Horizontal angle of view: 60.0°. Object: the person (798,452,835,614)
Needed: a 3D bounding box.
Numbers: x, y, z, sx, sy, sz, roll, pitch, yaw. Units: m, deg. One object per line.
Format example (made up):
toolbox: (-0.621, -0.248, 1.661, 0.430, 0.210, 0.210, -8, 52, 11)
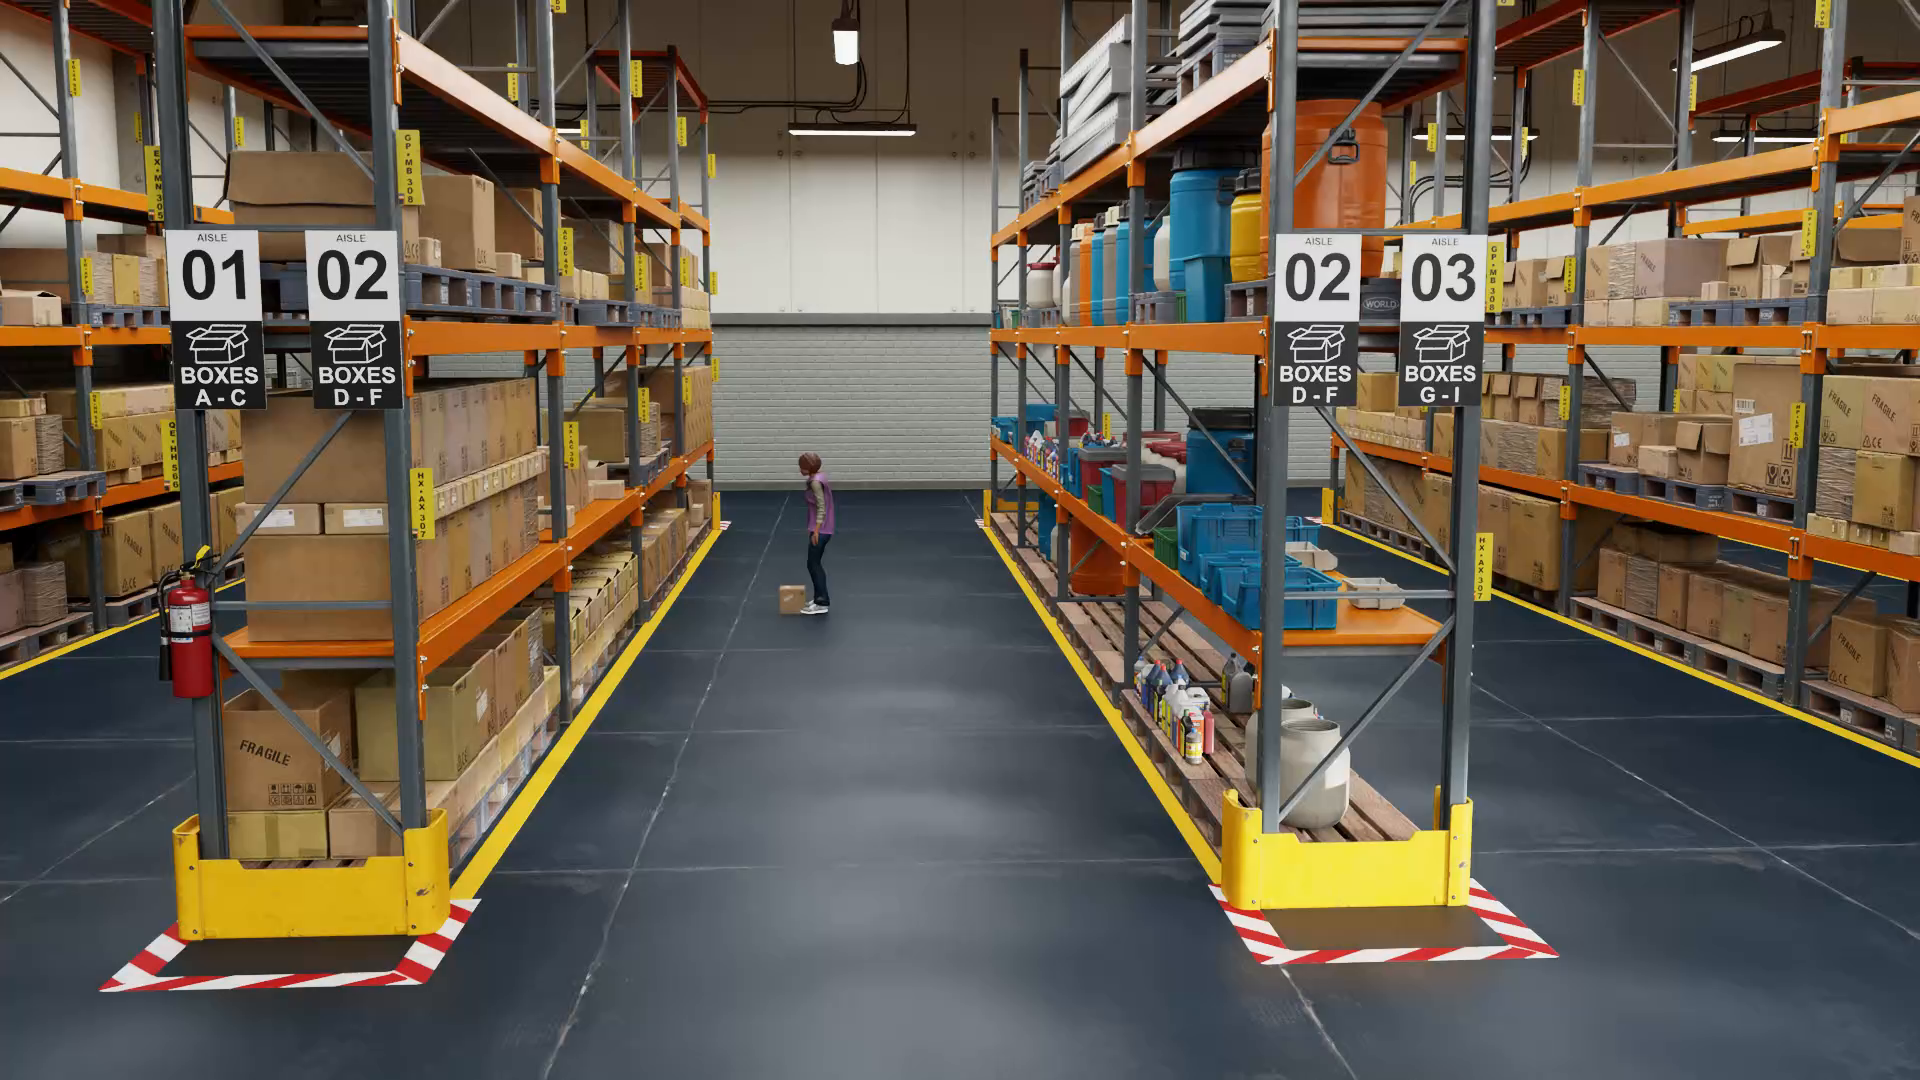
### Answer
person: (-1.414, -0.075, 16.415, 0.347, 1.592, 0.473, -1, 7, -7)
